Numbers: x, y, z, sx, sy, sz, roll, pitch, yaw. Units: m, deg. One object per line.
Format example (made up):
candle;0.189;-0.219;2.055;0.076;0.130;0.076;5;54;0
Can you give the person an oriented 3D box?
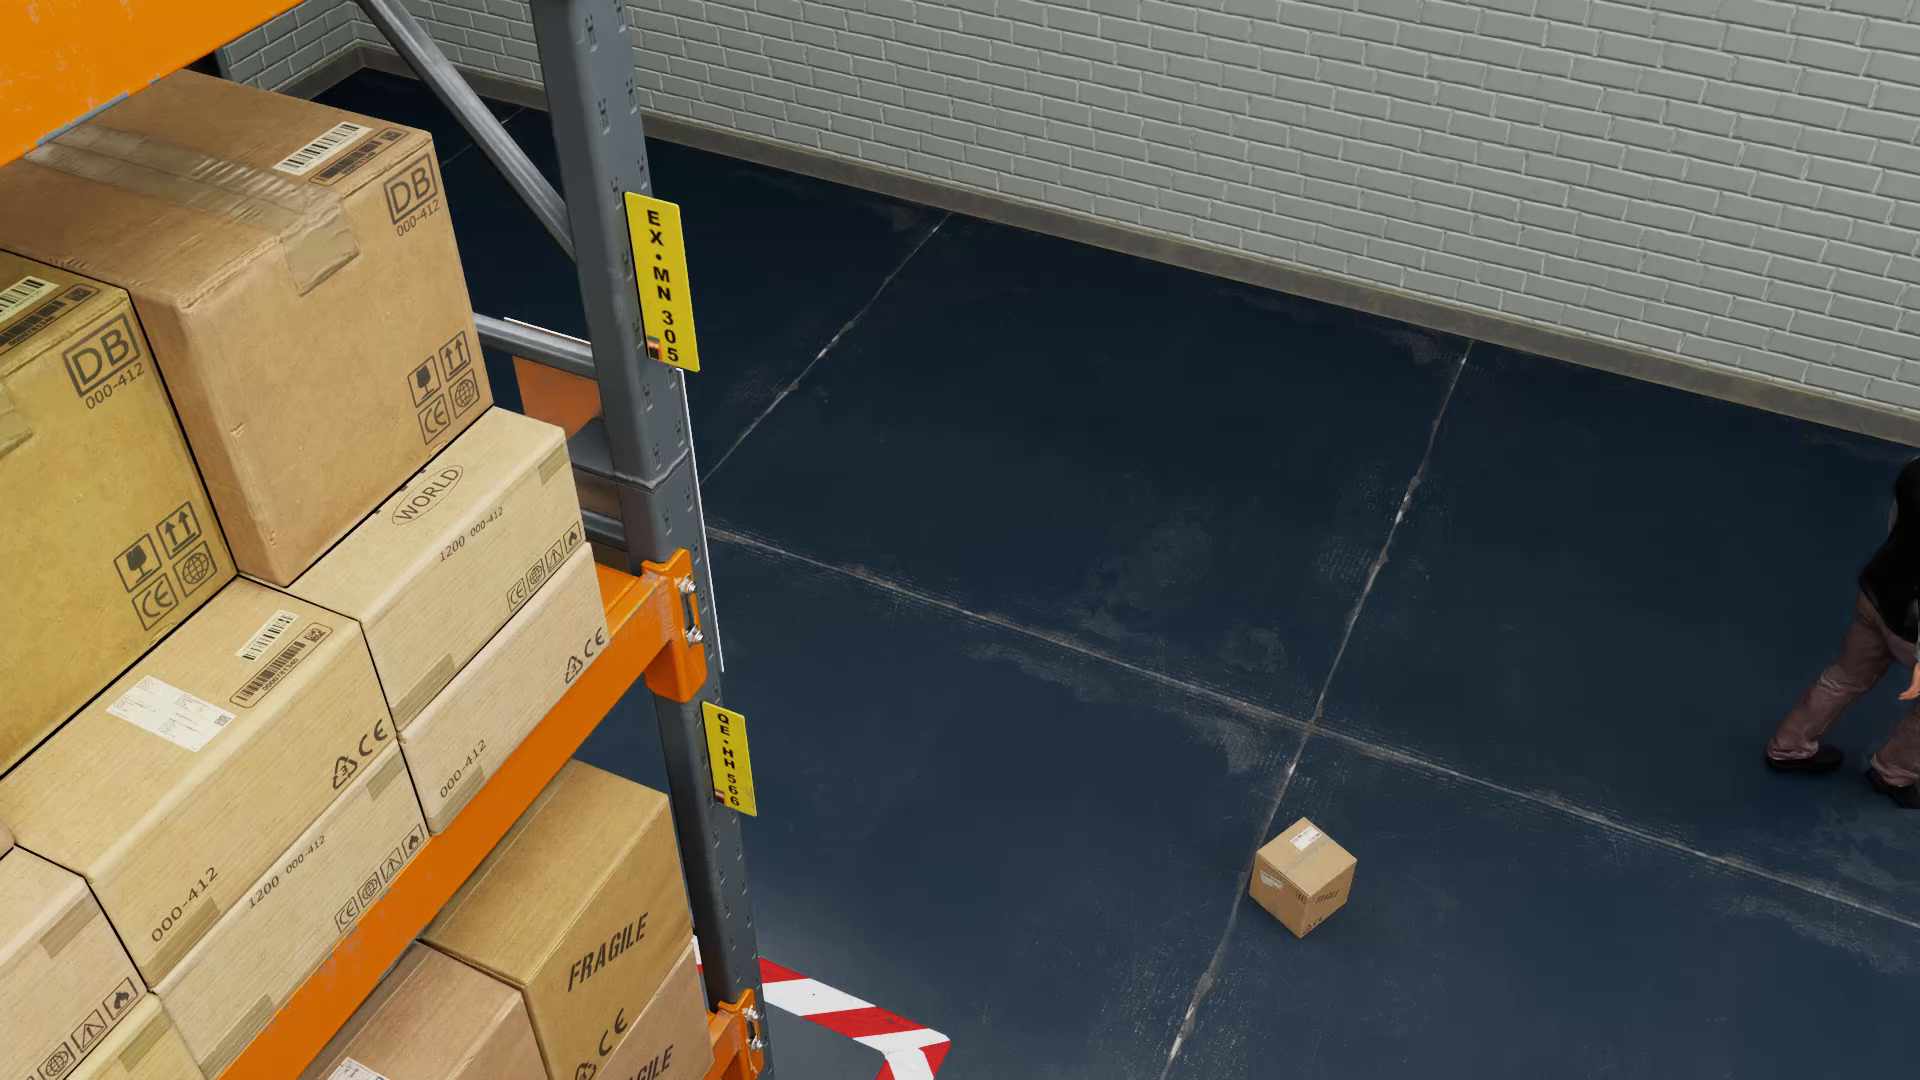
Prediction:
person;3.404;0.284;5.890;0.595;1.785;0.571;-4;42;-5
